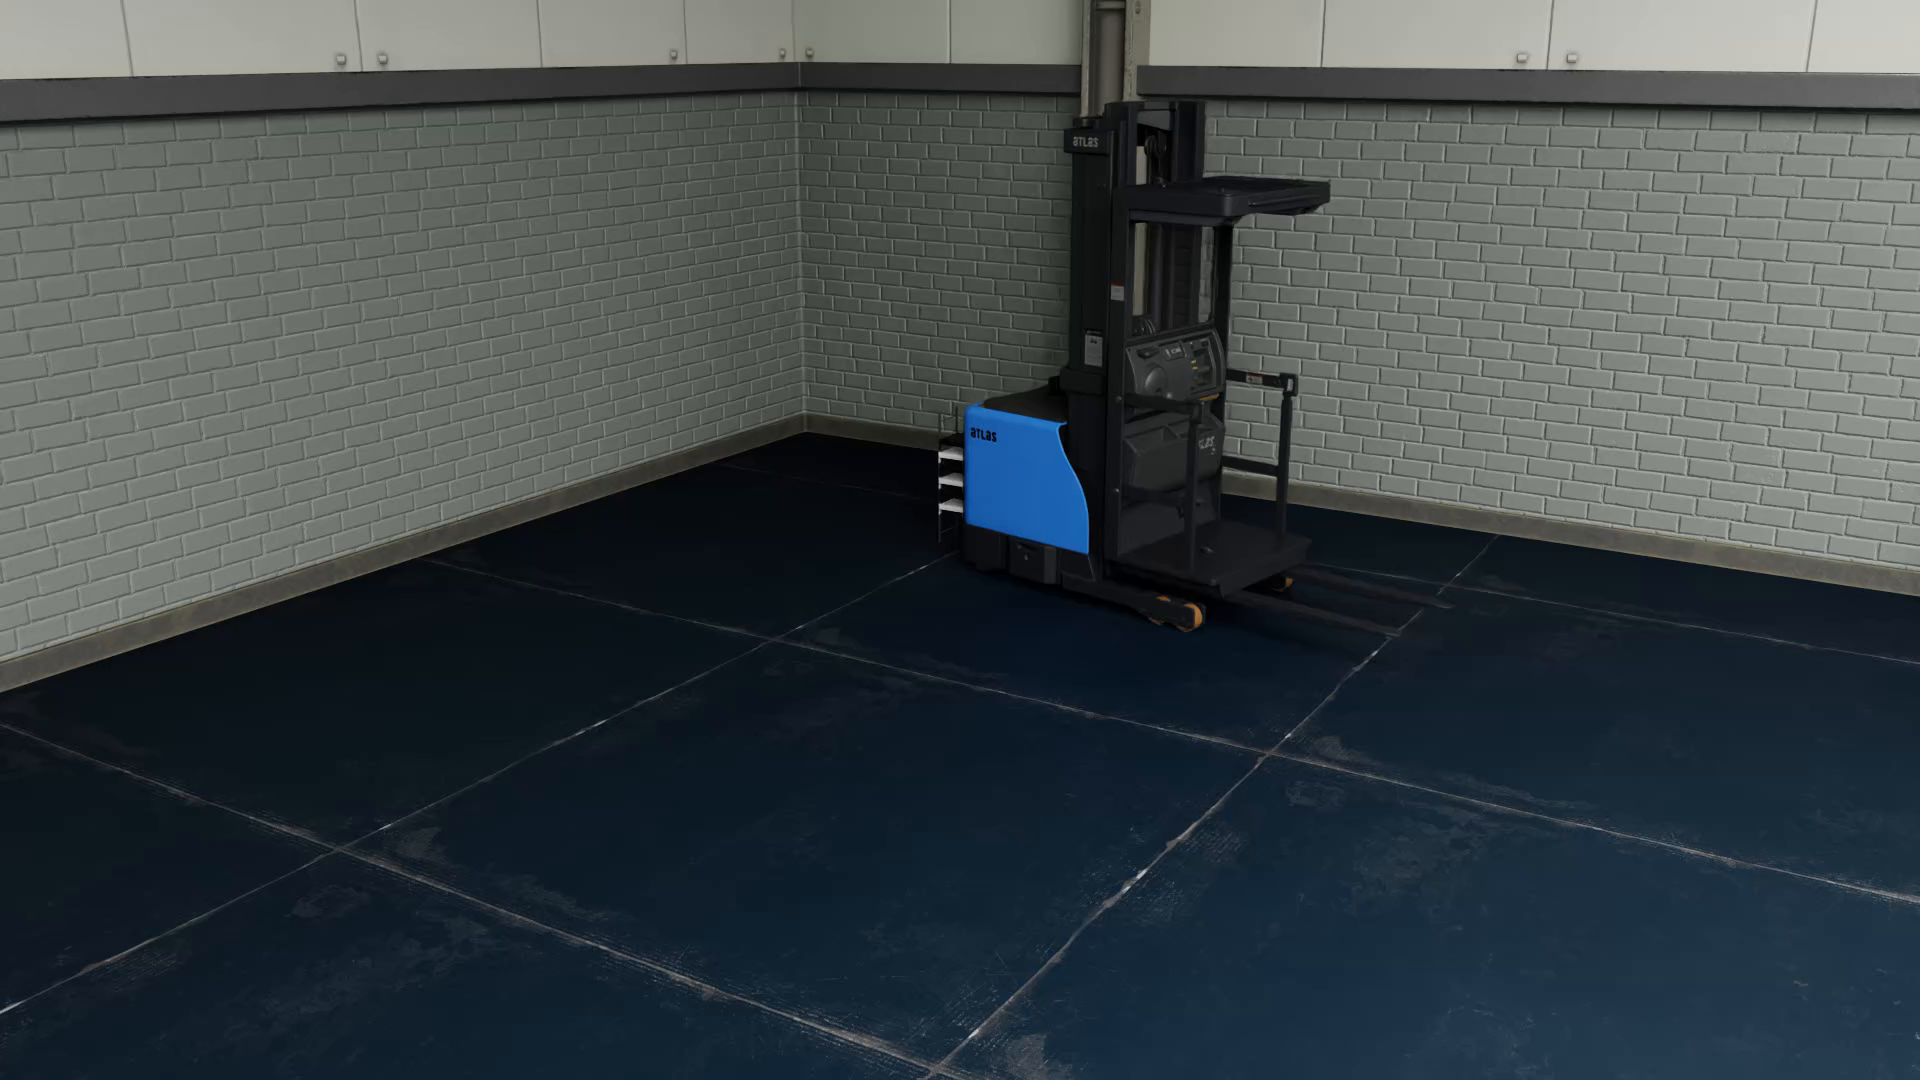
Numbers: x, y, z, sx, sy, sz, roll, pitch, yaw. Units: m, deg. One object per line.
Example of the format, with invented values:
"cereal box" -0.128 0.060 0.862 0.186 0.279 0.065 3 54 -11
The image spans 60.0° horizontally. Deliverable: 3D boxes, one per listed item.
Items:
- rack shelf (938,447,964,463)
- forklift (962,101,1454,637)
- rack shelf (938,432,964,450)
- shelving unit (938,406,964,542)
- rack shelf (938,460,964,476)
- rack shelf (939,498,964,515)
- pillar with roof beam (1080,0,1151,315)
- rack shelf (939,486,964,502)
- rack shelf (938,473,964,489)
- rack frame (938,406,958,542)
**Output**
"rack shelf" 0.007 -0.570 11.204 0.200 0.077 0.258 10 20 30
"forklift" 1.445 -1.041 9.766 3.031 2.935 1.130 15 22 40
"rack shelf" 0.007 -0.656 11.178 0.200 0.077 0.258 10 20 30
"shelving unit" 0.007 -0.429 11.246 0.210 0.900 0.258 10 20 30
"rack shelf" 0.007 -0.484 11.230 0.200 0.077 0.258 10 20 30
"rack shelf" 0.007 -0.225 11.308 0.200 0.077 0.258 10 20 30
"pillar with roof beam" -1.131 -3.705 8.094 0.400 9.000 9.100 10 20 30
"rack shelf" 0.007 -0.311 11.282 0.200 0.077 0.258 10 20 30
"rack shelf" 0.007 -0.397 11.256 0.200 0.077 0.258 10 20 30
"rack frame" -0.080 -0.445 11.297 0.006 0.900 0.240 10 20 30
